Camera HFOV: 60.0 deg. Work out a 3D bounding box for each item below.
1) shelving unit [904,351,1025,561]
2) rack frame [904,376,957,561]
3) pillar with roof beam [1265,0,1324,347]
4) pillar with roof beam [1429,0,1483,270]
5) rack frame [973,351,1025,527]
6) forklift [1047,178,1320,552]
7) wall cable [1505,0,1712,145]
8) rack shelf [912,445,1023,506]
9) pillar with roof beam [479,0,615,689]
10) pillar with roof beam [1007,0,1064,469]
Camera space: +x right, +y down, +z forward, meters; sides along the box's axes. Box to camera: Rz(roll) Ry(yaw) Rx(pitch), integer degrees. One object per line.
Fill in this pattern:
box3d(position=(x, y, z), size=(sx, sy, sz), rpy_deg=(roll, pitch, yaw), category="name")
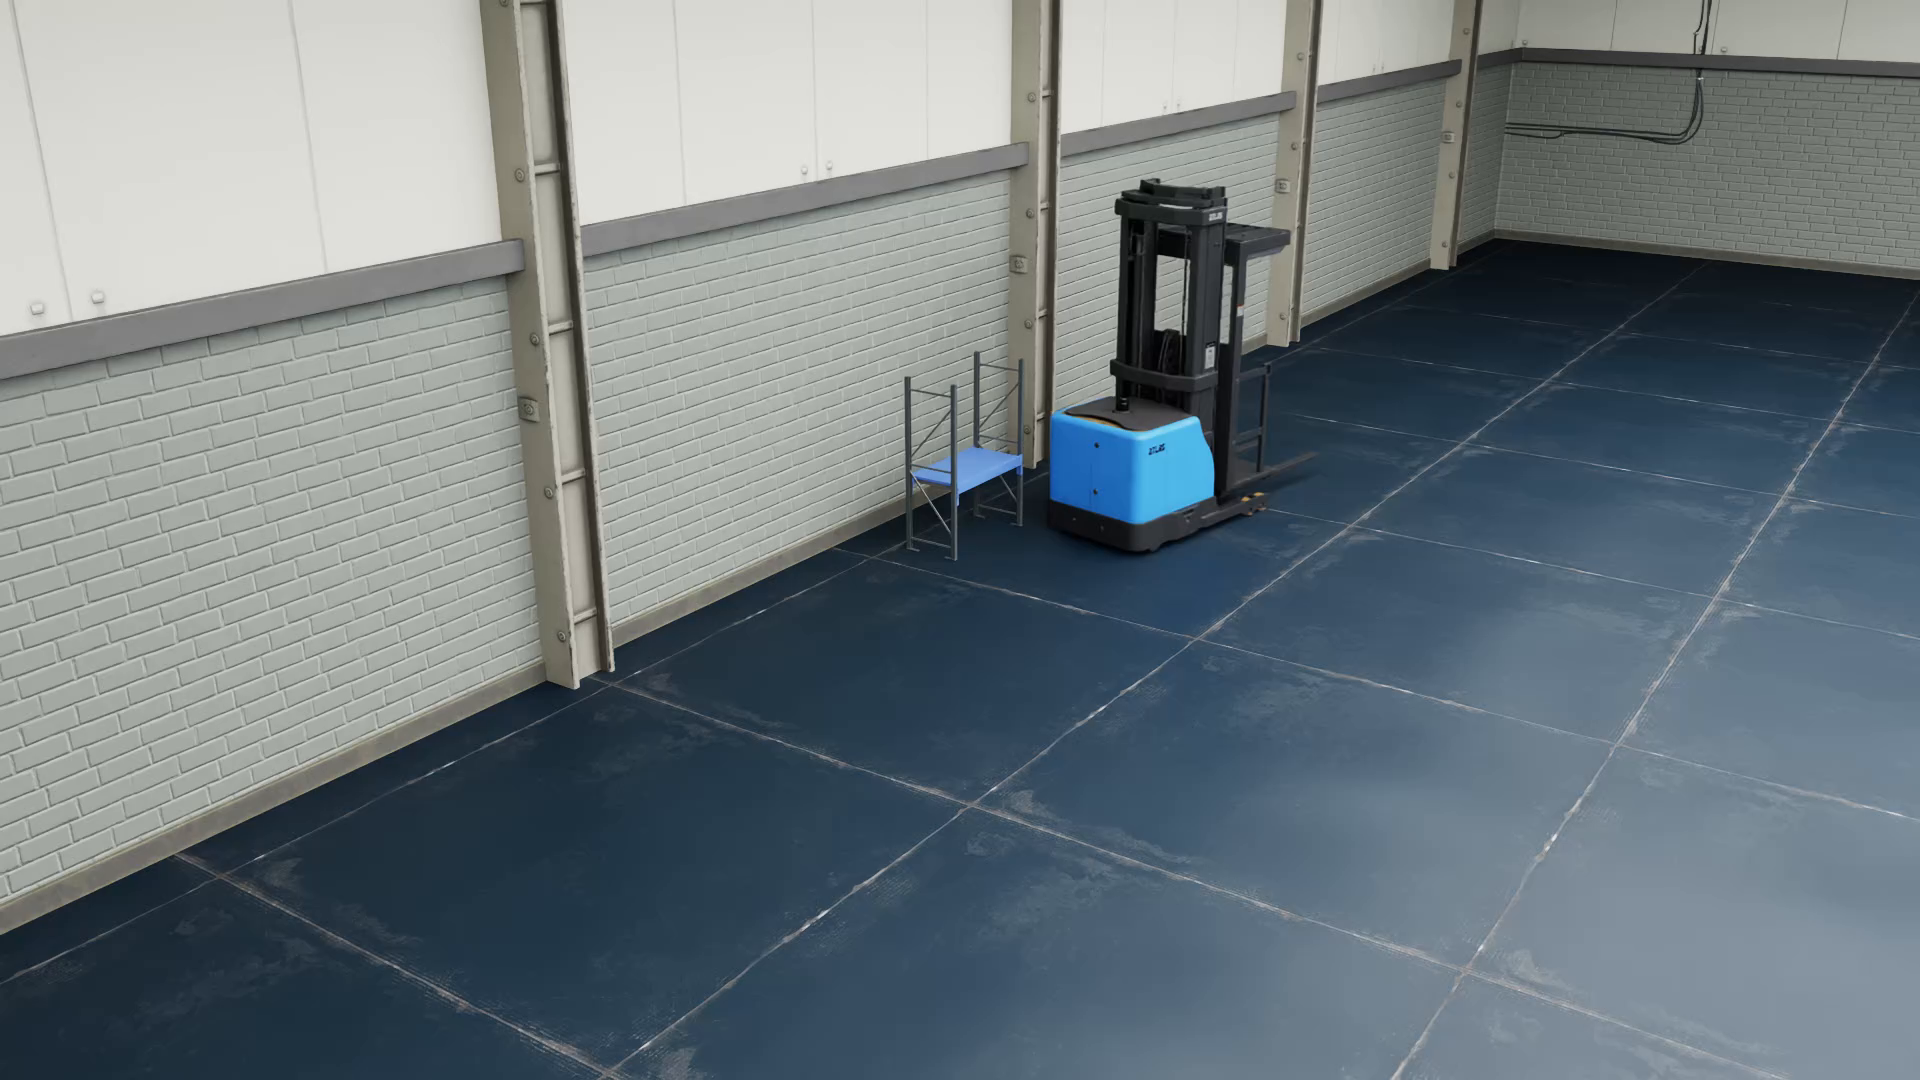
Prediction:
box3d(position=(0.048, -0.728, 14.071), size=(0.538, 1.500, 1.048), rpy_deg=(13, 24, 32), category="shelving unit")
box3d(position=(-0.238, -0.582, 13.677), size=(0.500, 1.500, 0.032), rpy_deg=(13, 24, 32), category="rack frame")
box3d(position=(7.628, -5.879, 17.187), size=(9.100, 9.000, 0.400), rpy_deg=(13, 24, 32), category="pillar with roof beam")
box3d(position=(11.001, -7.600, 21.841), size=(9.100, 9.000, 0.400), rpy_deg=(13, 24, 32), category="pillar with roof beam")
box3d(position=(0.334, -0.874, 14.465), size=(0.500, 1.500, 0.032), rpy_deg=(13, 24, 32), category="rack frame")
box3d(position=(2.144, -1.699, 14.633), size=(1.130, 2.935, 3.031), rpy_deg=(19, 27, 41), category="forklift")
box3d(position=(10.190, -7.571, 26.237), size=(3.097, 2.526, 0.112), rpy_deg=(13, 24, 32), category="wall cable")
box3d(position=(0.048, -0.559, 14.133), size=(0.538, 0.185, 1.000), rpy_deg=(13, 24, 32), category="rack shelf")
box3d(position=(0.882, -2.436, 7.878), size=(9.100, 9.000, 0.400), rpy_deg=(13, 24, 32), category="pillar with roof beam")
box3d(position=(4.255, -4.157, 12.532), size=(9.100, 9.000, 0.400), rpy_deg=(13, 24, 32), category="pillar with roof beam")
